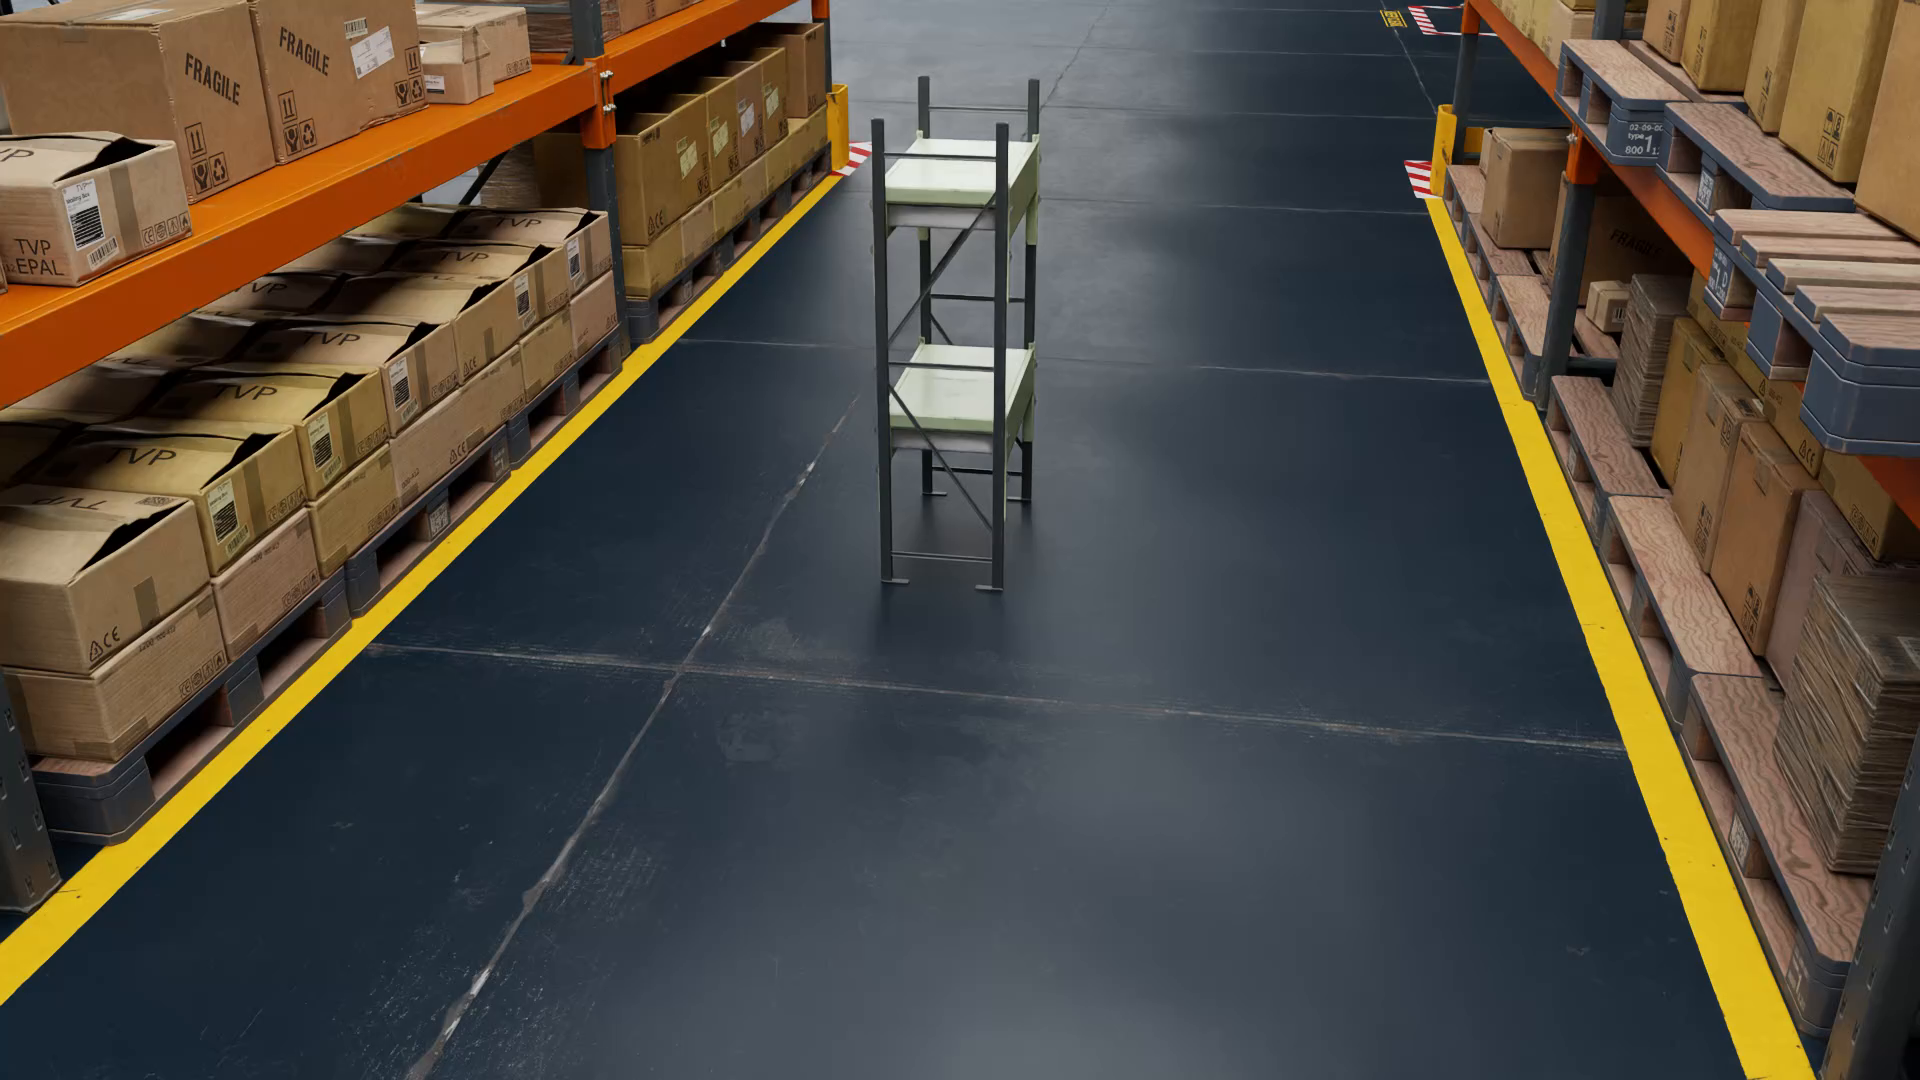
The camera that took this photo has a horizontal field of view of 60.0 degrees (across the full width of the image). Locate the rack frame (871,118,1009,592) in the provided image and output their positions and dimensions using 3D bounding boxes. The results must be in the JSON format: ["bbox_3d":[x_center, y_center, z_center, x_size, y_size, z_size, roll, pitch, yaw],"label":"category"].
[{"bbox_3d":[-0.059,-0.529,5.111,0.400,1.500,0.023,4,25,9],"label":"rack frame"}]

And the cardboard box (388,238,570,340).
[{"bbox_3d":[-1.859,-1.005,6.446,0.500,0.311,0.500,5,25,10],"label":"cardboard box"}]

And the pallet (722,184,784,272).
[{"bbox_3d":[-1.628,-1.792,9.330,1.003,0.211,1.213,4,25,9],"label":"pallet"}]

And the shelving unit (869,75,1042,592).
[{"bbox_3d":[0.001,-0.682,5.438,0.431,1.500,0.755,4,25,9],"label":"shelving unit"}]

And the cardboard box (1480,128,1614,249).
[{"bbox_3d":[3.081,-1.787,8.460,0.700,0.500,0.500,2,25,5],"label":"cardboard box"}]

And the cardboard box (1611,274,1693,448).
[{"bbox_3d":[2.787,-0.630,5.988,0.700,0.500,0.500,5,26,10],"label":"cardboard box"}]

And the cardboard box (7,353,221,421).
[{"bbox_3d":[-2.644,-0.405,5.163,0.500,0.311,0.500,4,25,8],"label":"cardboard box"}]

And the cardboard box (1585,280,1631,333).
[{"bbox_3d":[2.949,-1.014,7.201,0.380,0.166,0.250,1,25,2],"label":"cardboard box"}]

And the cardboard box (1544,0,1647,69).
[{"bbox_3d":[2.670,-2.032,6.707,0.500,0.250,0.500,4,25,9],"label":"cardboard box"}]

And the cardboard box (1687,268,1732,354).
[{"bbox_3d":[2.719,-0.786,5.435,0.500,0.250,0.500,3,25,7],"label":"cardboard box"}]

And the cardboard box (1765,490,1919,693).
[{"bbox_3d":[2.503,0.221,4.168,0.700,0.500,0.500,4,25,8],"label":"cardboard box"}]

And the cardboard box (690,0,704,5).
[{"bbox_3d":[-1.682,-3.090,8.695,0.700,0.500,0.500,5,26,10],"label":"cardboard box"}]

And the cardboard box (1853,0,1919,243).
[{"bbox_3d":[2.369,-0.877,3.448,0.700,0.500,0.500,2,25,4],"label":"cardboard box"}]

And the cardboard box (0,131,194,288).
[{"bbox_3d":[-2.313,-0.861,4.157,0.500,0.311,0.500,4,25,8],"label":"cardboard box"}]

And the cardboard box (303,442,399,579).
[{"bbox_3d":[-2.115,-0.113,5.200,0.500,0.250,0.500,3,25,7],"label":"cardboard box"}]

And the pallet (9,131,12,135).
[{"bbox_3d":[-6.333,-2.594,11.043,1.003,0.211,1.213,4,25,9],"label":"pallet"}]

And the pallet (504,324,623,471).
[{"bbox_3d":[-2.078,-0.640,6.868,1.003,0.211,1.213,4,25,9],"label":"pallet"}]

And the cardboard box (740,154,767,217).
[{"bbox_3d":[-1.372,-1.959,9.144,0.500,0.250,0.500,4,25,9],"label":"cardboard box"}]

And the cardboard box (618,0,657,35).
[{"bbox_3d":[-1.850,-2.666,7.790,0.700,0.500,0.500,4,25,8],"label":"cardboard box"}]

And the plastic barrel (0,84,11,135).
[{"bbox_3d":[-6.343,-2.805,10.643,0.421,0.512,0.421,0,25,0],"label":"plastic barrel"}]

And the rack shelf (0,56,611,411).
[{"bbox_3d":[-2.323,-1.052,5.307,1.077,0.370,4.000,4,25,9],"label":"rack shelf"}]

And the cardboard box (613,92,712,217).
[{"bbox_3d":[-1.538,-1.880,8.092,0.500,0.500,0.500,4,25,9],"label":"cardboard box"}]

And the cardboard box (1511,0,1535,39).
[{"bbox_3d":[2.826,-2.452,7.603,0.500,0.250,0.500,4,25,8],"label":"cardboard box"}]

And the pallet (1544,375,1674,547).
[{"bbox_3d":[2.765,-0.284,6.107,1.003,0.211,1.213,4,25,9],"label":"pallet"}]

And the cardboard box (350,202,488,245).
[{"bbox_3d":[-2.310,-1.257,6.984,0.500,0.311,0.500,4,25,9],"label":"cardboard box"}]

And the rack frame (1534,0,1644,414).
[{"bbox_3d":[2.891,-1.872,6.211,1.000,3.000,0.127,4,25,9],"label":"rack frame"}]

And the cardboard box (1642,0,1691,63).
[{"bbox_3d":[2.774,-1.906,5.647,0.700,0.500,0.500,4,25,9],"label":"cardboard box"}]

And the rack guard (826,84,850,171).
[{"bbox_3d":[-1.339,-2.765,11.067,1.175,0.500,0.348,4,25,9],"label":"rack guard"}]

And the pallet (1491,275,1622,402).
[{"bbox_3d":[2.966,-0.893,7.408,1.003,0.211,1.213,4,25,9],"label":"pallet"}]

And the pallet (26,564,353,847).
[{"bbox_3d":[-2.477,0.380,4.688,1.003,0.211,1.213,4,25,9],"label":"pallet"}]

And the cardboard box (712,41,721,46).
[{"bbox_3d":[-1.730,-2.753,9.957,0.500,0.500,0.500,4,25,9],"label":"cardboard box"}]

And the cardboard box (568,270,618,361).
[{"bbox_3d":[-1.778,-0.965,7.022,0.500,0.250,0.500,4,25,8],"label":"cardboard box"}]

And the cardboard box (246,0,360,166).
[{"bbox_3d":[-2.306,-1.509,5.318,0.500,0.500,0.500,4,25,9],"label":"cardboard box"}]

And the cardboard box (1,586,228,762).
[{"bbox_3d":[-2.275,0.316,4.286,0.500,0.250,0.500,4,25,8],"label":"cardboard box"}]

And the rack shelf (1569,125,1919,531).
[{"bbox_3d":[2.564,-0.710,4.577,1.077,0.370,4.000,4,25,9],"label":"rack shelf"}]

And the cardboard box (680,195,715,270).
[{"bbox_3d":[-1.535,-1.540,8.251,0.500,0.250,0.500,4,25,9],"label":"cardboard box"}]

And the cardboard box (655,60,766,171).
[{"bbox_3d":[-1.369,-2.298,8.985,0.500,0.500,0.500,4,25,9],"label":"cardboard box"}]

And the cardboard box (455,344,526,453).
[{"bbox_3d":[-1.946,-0.540,6.113,0.500,0.250,0.500,5,25,10],"label":"cardboard box"}]

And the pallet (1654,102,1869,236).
[{"bbox_3d":[2.521,-0.943,4.453,1.003,0.211,1.213,4,25,9],"label":"pallet"}]

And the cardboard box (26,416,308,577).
[{"bbox_3d":[-2.197,-0.159,4.637,0.500,0.311,0.500,3,25,7],"label":"cardboard box"}]

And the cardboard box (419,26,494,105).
[{"bbox_3d":[-1.959,-1.773,6.157,0.396,0.266,0.258,3,25,7],"label":"cardboard box"}]

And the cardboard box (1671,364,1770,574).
[{"bbox_3d":[2.629,-0.200,5.069,0.700,0.500,0.500,4,25,9],"label":"cardboard box"}]

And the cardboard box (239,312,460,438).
[{"bbox_3d":[-2.028,-0.587,5.552,0.500,0.311,0.500,4,25,8],"label":"cardboard box"}]

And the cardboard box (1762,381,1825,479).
[{"bbox_3d":[2.538,-0.360,4.526,0.500,0.250,0.500,4,25,8],"label":"cardboard box"}]

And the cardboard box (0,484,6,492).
[{"bbox_3d":[-2.807,0.024,4.247,0.500,0.311,0.500,5,25,10],"label":"cardboard box"}]

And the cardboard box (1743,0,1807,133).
[{"bbox_3d":[2.599,-1.395,4.556,0.700,0.500,0.500,8,26,16],"label":"cardboard box"}]

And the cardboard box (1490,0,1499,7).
[{"bbox_3d":[2.992,-2.873,8.504,0.500,0.250,0.500,4,25,8],"label":"cardboard box"}]

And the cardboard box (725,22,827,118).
[{"bbox_3d":[-1.137,-2.926,10.327,0.500,0.500,0.500,4,25,9],"label":"cardboard box"}]

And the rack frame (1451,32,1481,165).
[{"bbox_3d":[3.545,-3.545,9.786,1.000,3.000,0.127,4,25,9],"label":"rack frame"}]

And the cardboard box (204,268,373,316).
[{"bbox_3d":[-2.480,-0.832,6.075,0.500,0.311,0.500,3,25,7],"label":"cardboard box"}]

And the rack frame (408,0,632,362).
[{"bbox_3d":[-1.996,-2.214,6.941,1.000,3.000,0.127,4,25,9],"label":"rack frame"}]

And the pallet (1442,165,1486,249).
[{"bbox_3d":[3.365,-1.913,9.588,1.003,0.211,1.213,4,25,9],"label":"pallet"}]

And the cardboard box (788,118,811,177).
[{"bbox_3d":[-1.209,-2.377,10.038,0.500,0.250,0.500,4,25,9],"label":"cardboard box"}]

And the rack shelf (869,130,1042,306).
[{"bbox_3d":[0.001,-1.036,5.273,0.431,0.370,0.720,4,25,9],"label":"rack shelf"}]
